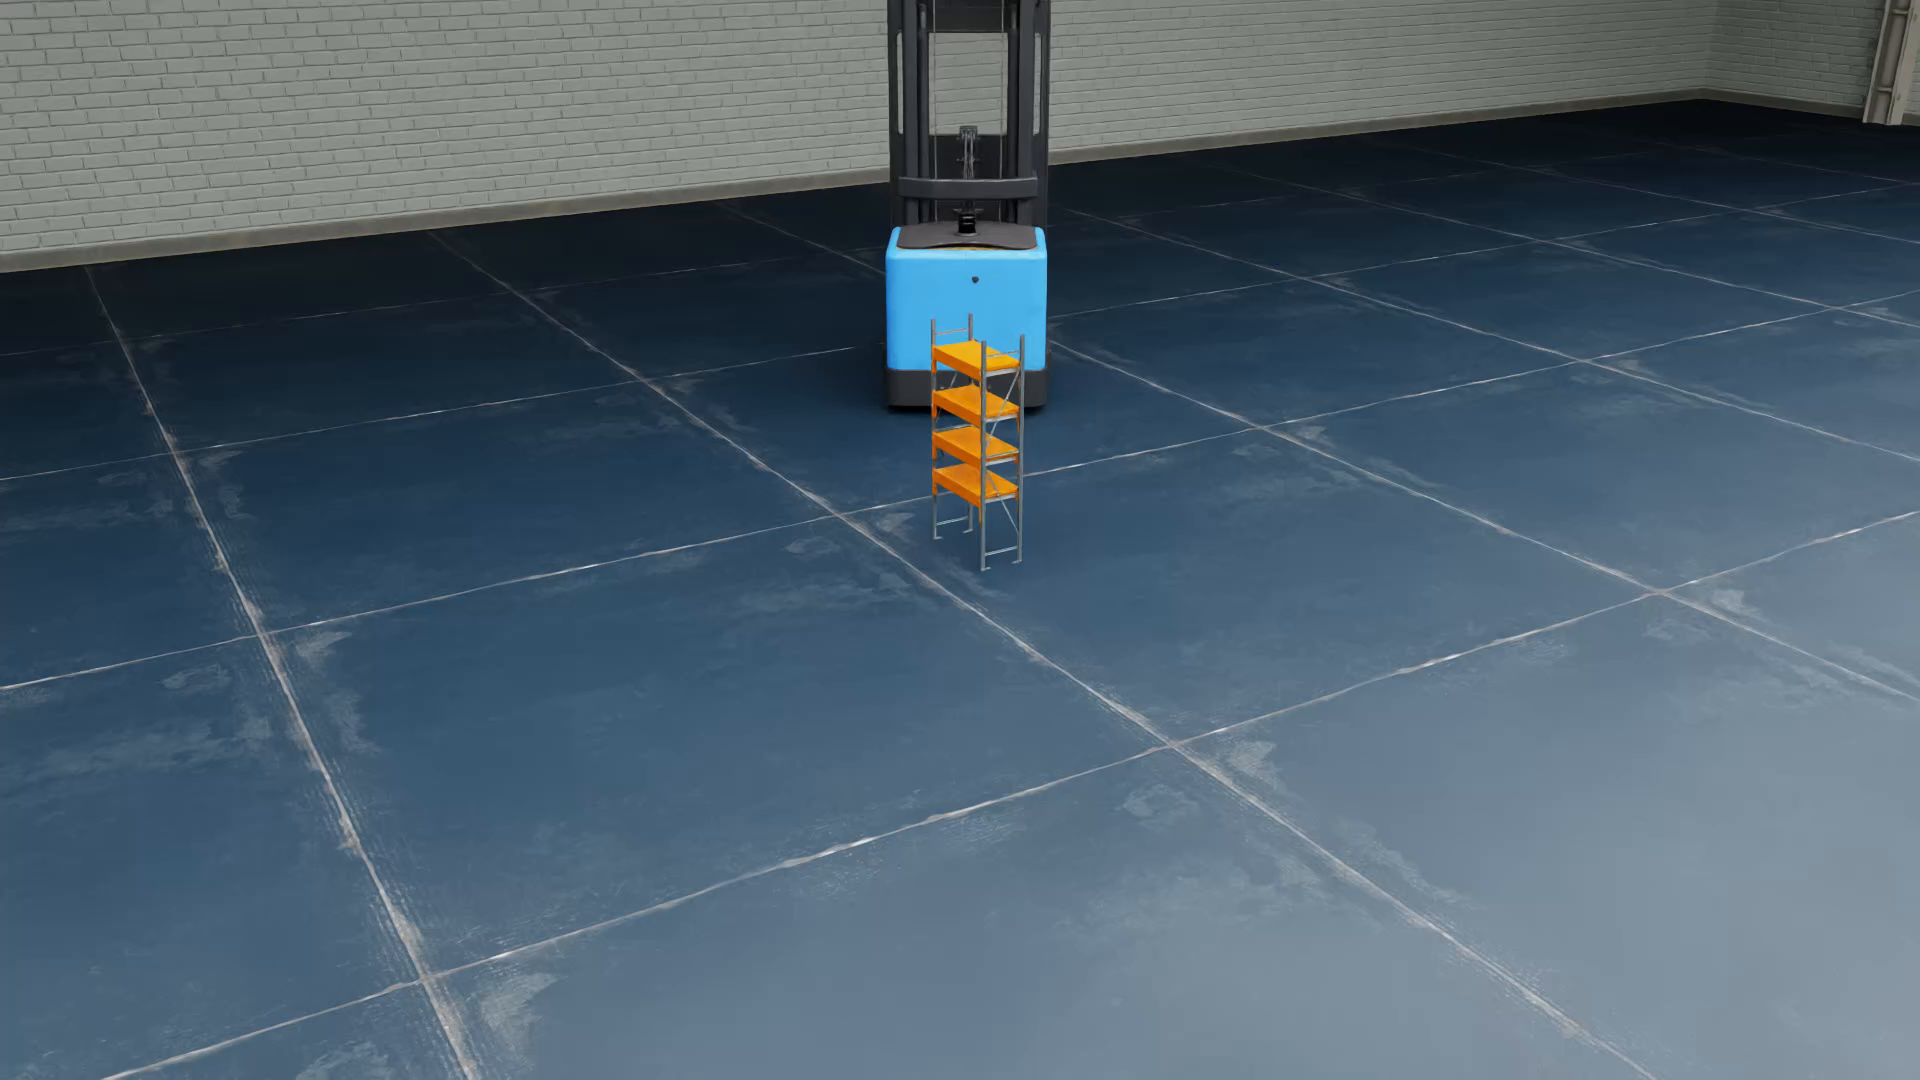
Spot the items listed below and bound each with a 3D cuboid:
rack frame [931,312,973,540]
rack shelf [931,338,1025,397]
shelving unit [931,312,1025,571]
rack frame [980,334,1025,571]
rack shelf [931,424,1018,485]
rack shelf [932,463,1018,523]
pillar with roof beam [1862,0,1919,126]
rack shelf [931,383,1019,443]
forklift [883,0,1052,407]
[{"bbox_3d":[-0.040,-0.581,8.648,0.240,1.200,0.015,-13,25,-28],"label":"rack frame"},{"bbox_3d":[0.085,-0.866,8.306,0.258,0.148,0.480,-13,25,-28],"label":"rack shelf"},{"bbox_3d":[0.085,-0.502,8.454,0.258,1.200,0.503,-13,25,-28],"label":"shelving unit"},{"bbox_3d":[0.209,-0.423,8.259,0.240,1.200,0.015,-13,25,-28],"label":"rack frame"},{"bbox_3d":[0.085,-0.440,8.479,0.258,0.148,0.480,-13,25,-28],"label":"rack shelf"},{"bbox_3d":[0.085,-0.256,8.554,0.258,0.148,0.480,-13,25,-28],"label":"rack shelf"},{"bbox_3d":[9.053,-9.109,19.272,9.100,9.000,0.400,-13,25,-28],"label":"pillar with roof beam"},{"bbox_3d":[0.085,-0.647,8.395,0.258,0.148,0.480,-13,25,-28],"label":"rack shelf"},{"bbox_3d":[0.065,-2.725,11.622,1.130,2.935,3.031,0,22,1],"label":"forklift"}]
